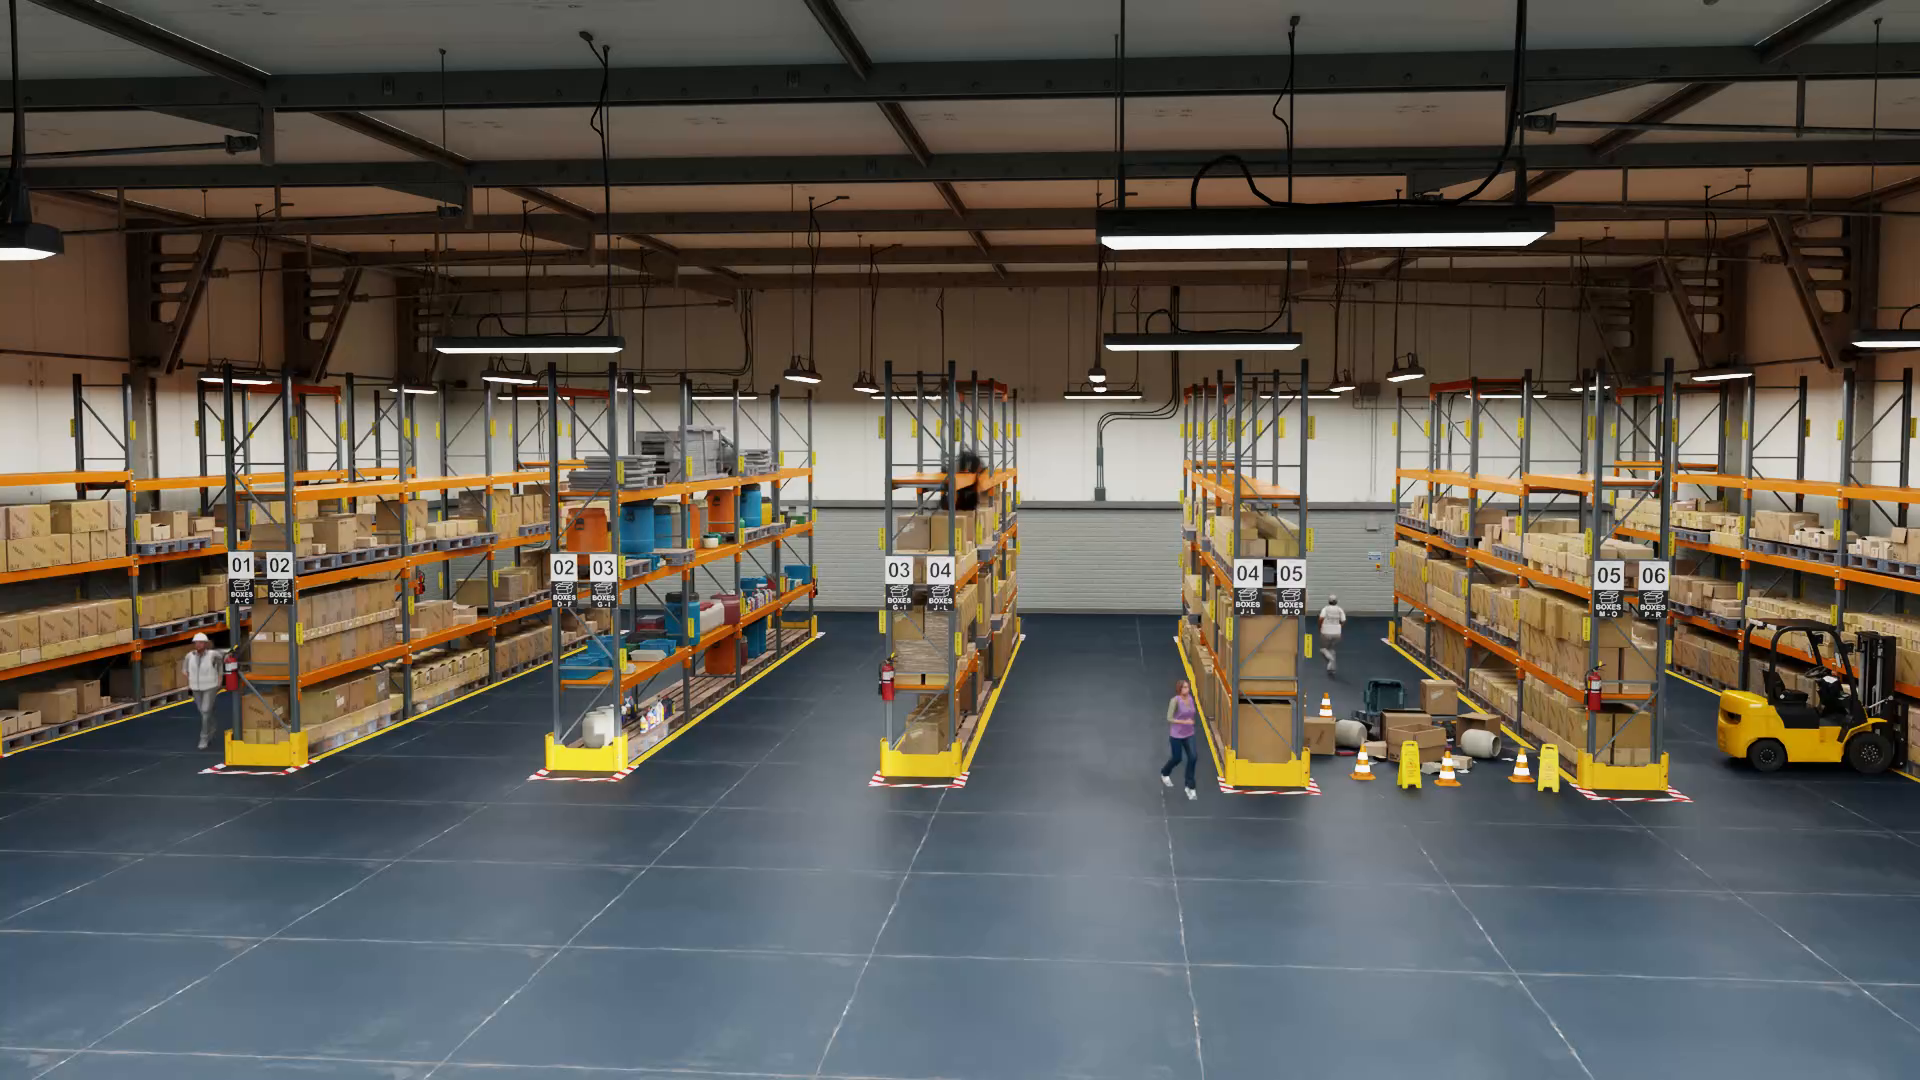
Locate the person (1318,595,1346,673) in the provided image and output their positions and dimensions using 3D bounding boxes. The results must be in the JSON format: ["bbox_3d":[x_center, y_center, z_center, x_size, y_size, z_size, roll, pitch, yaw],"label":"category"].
[{"bbox_3d":[7.651,1.942,34.318,0.608,1.635,0.526,0,4,-6],"label":"person"}]

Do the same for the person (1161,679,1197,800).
[{"bbox_3d":[3.012,2.721,22.809,0.561,1.655,0.771,-2,4,-31],"label":"person"}]

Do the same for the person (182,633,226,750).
[{"bbox_3d":[-12.049,2.366,26.505,0.610,1.805,0.889,0,4,2],"label":"person"}]
